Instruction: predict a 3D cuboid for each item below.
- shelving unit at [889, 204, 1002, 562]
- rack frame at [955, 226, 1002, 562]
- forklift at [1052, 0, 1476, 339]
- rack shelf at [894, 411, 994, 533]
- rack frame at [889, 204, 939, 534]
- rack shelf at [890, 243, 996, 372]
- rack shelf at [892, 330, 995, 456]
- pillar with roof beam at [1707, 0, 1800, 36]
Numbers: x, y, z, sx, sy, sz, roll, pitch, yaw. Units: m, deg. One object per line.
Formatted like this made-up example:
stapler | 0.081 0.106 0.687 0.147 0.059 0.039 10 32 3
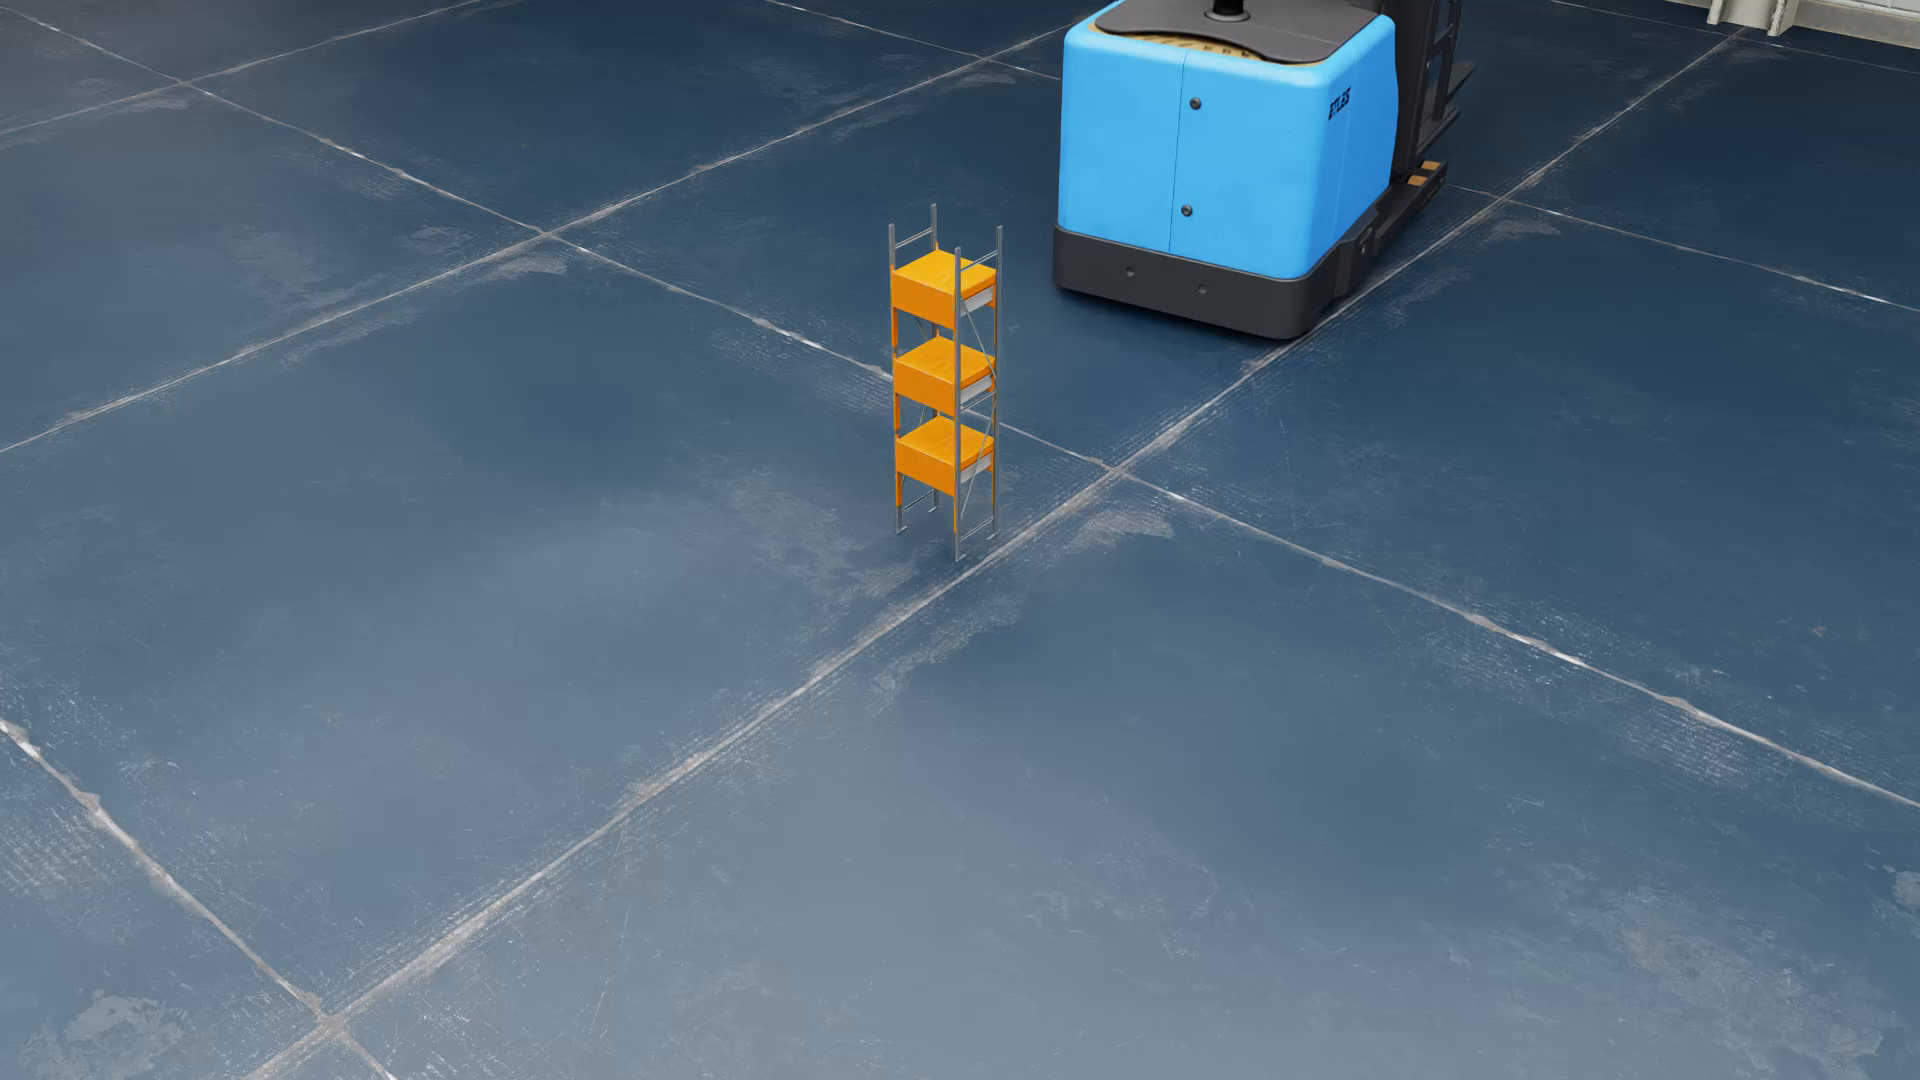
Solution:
shelving unit | -0.041 -0.452 4.981 0.252 1.050 0.215 25 42 32
rack frame | 0.053 -0.408 4.917 0.008 1.050 0.200 25 42 32
forklift | 1.537 -2.768 6.692 1.130 2.935 3.031 18 38 24
rack shelf | -0.041 -0.214 5.144 0.240 0.259 0.215 25 42 32
rack frame | -0.135 -0.496 5.045 0.008 1.050 0.200 25 42 32
rack shelf | -0.041 -0.677 4.826 0.240 0.259 0.215 25 42 32
rack shelf | -0.041 -0.443 4.987 0.240 0.259 0.215 25 42 32
pillar with roof beam | 1.804 -4.818 4.317 0.400 9.000 9.100 25 42 32
